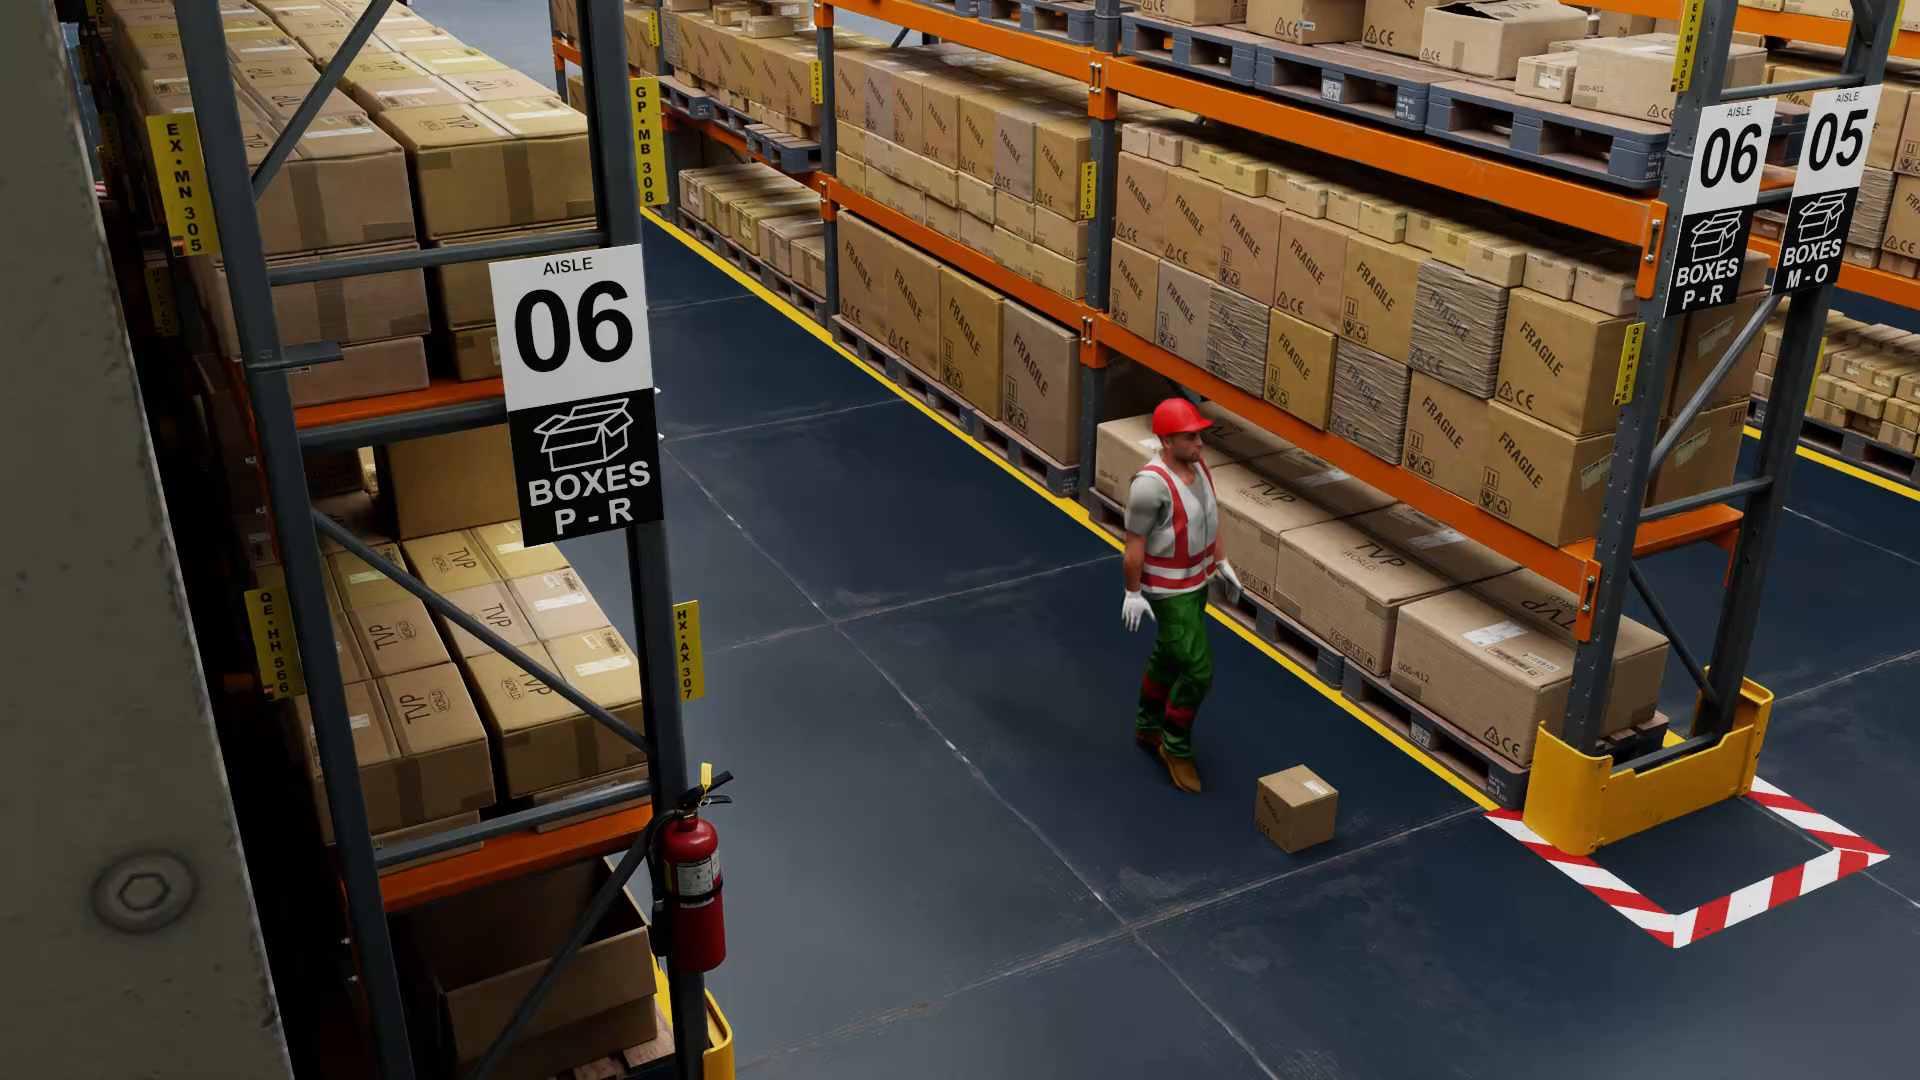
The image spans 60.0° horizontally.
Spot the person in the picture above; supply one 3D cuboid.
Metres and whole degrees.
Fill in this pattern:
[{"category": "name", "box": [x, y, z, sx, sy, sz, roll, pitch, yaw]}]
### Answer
[{"category": "person", "box": [1.026, 0.237, 7.576, 0.472, 1.835, 0.547, 16, 30, 31]}]
